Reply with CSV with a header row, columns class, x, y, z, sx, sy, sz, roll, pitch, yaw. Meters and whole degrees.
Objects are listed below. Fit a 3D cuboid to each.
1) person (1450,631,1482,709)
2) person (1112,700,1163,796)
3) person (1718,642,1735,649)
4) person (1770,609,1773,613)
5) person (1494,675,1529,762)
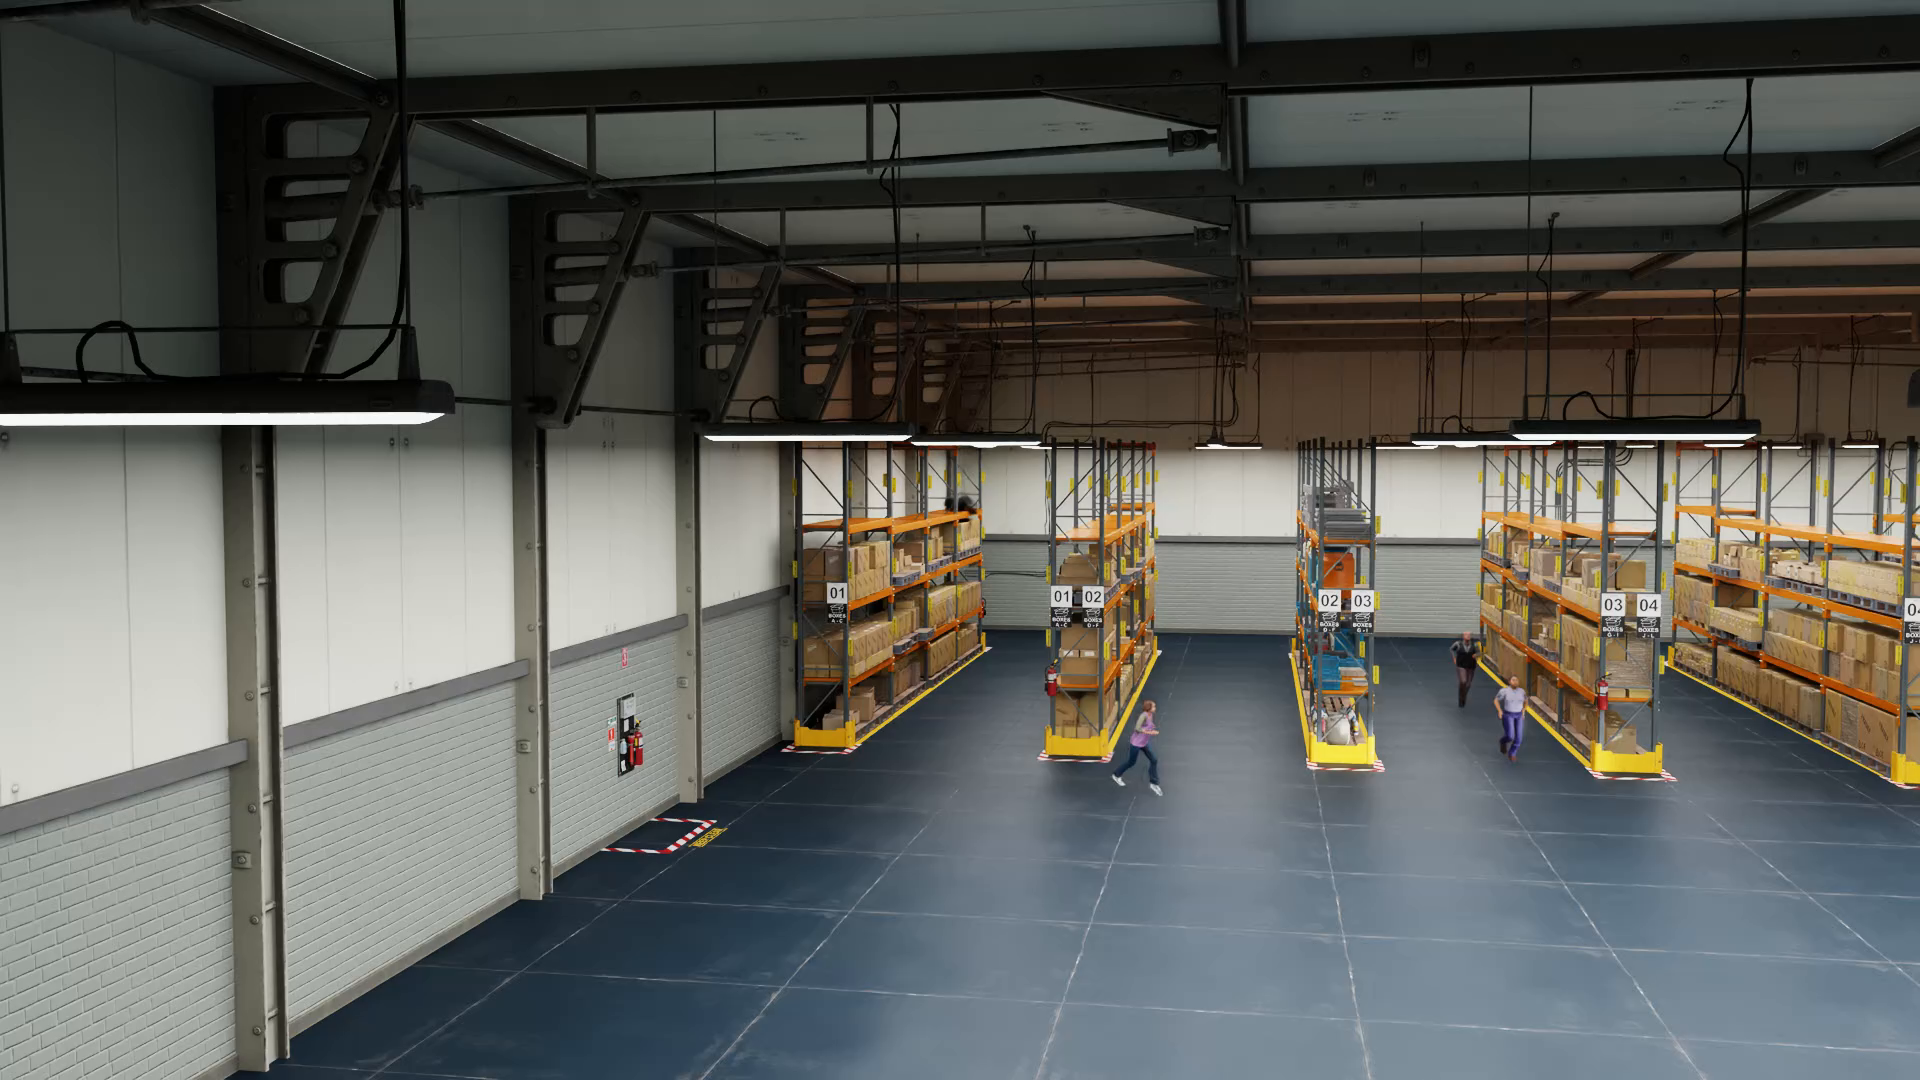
class,x,y,z,sx,sy,sz,roll,pitch,yaw
person,11.352,2.904,37.310,0.640,1.748,0.788,0,3,1
person,2.975,3.460,27.935,0.951,1.593,0.539,2,4,37
person,21.048,2.494,45.640,0.553,1.660,0.575,1,3,11
person,21.225,2.617,43.502,0.598,1.636,0.645,0,3,2
person,10.256,3.310,30.856,0.612,1.604,0.540,0,3,-1
